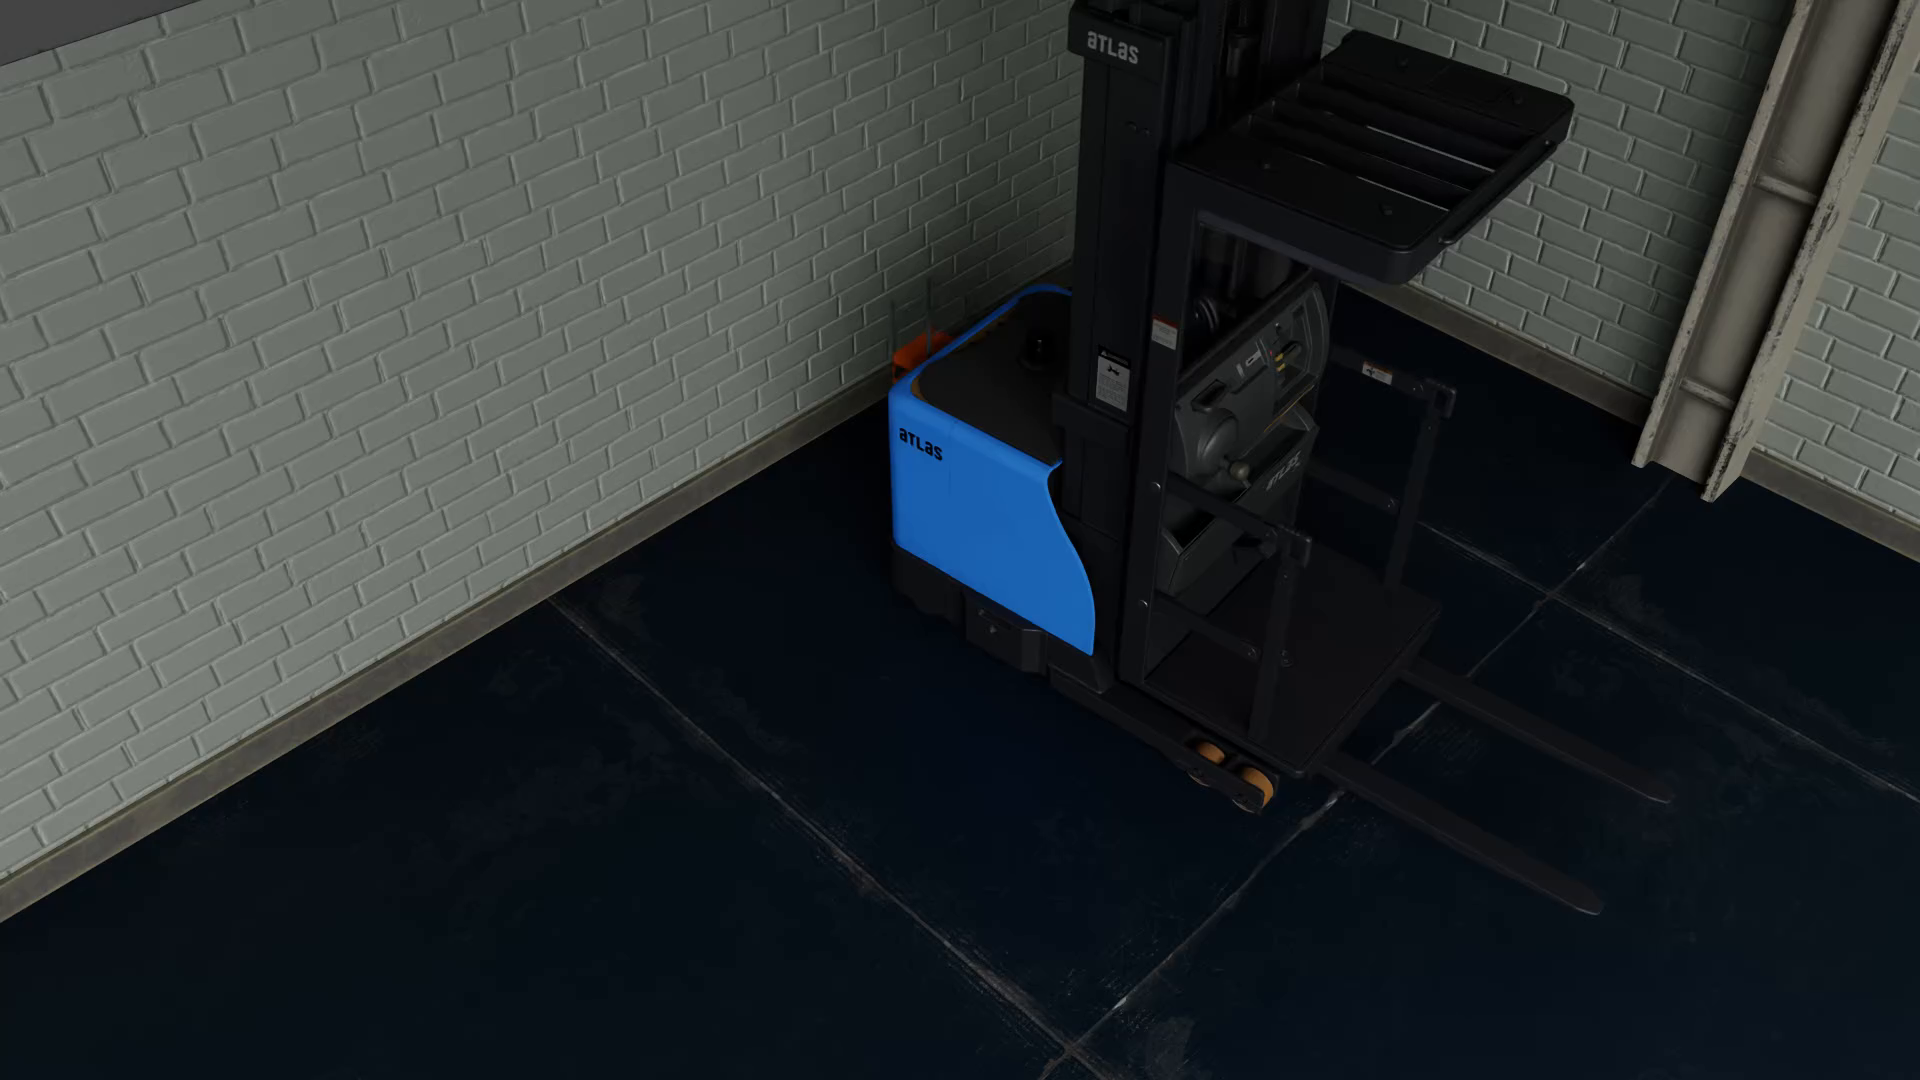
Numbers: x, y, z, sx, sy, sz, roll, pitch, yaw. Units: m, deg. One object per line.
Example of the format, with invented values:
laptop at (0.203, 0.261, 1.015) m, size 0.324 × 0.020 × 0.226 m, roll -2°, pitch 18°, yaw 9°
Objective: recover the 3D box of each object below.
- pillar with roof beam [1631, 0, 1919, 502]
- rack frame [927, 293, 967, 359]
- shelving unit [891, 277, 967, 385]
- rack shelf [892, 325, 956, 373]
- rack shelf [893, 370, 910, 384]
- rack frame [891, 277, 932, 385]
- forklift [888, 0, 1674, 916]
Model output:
pillar with roof beam at (0.277, -1.575, 2.324) m, size 9.100 × 9.000 × 0.400 m, roll -34°, pitch 53°, yaw -31°
rack frame at (-0.051, -0.465, 6.869) m, size 0.006 × 1.200 × 0.240 m, roll 29°, pitch 50°, yaw 28°
shelving unit at (-0.122, -0.504, 6.912) m, size 0.189 × 1.200 × 0.258 m, roll 29°, pitch 50°, yaw 28°
rack shelf at (-0.122, -0.736, 6.698) m, size 0.180 × 0.103 × 0.258 m, roll 29°, pitch 50°, yaw 28°
rack shelf at (-0.122, -0.648, 6.779) m, size 0.180 × 0.103 × 0.258 m, roll 29°, pitch 50°, yaw 28°
rack frame at (-0.193, -0.544, 6.954) m, size 0.006 × 1.200 × 0.240 m, roll 29°, pitch 50°, yaw 28°
forklift at (1.170, -0.482, 5.611) m, size 3.031 × 2.935 × 1.130 m, roll 29°, pitch 50°, yaw 28°
